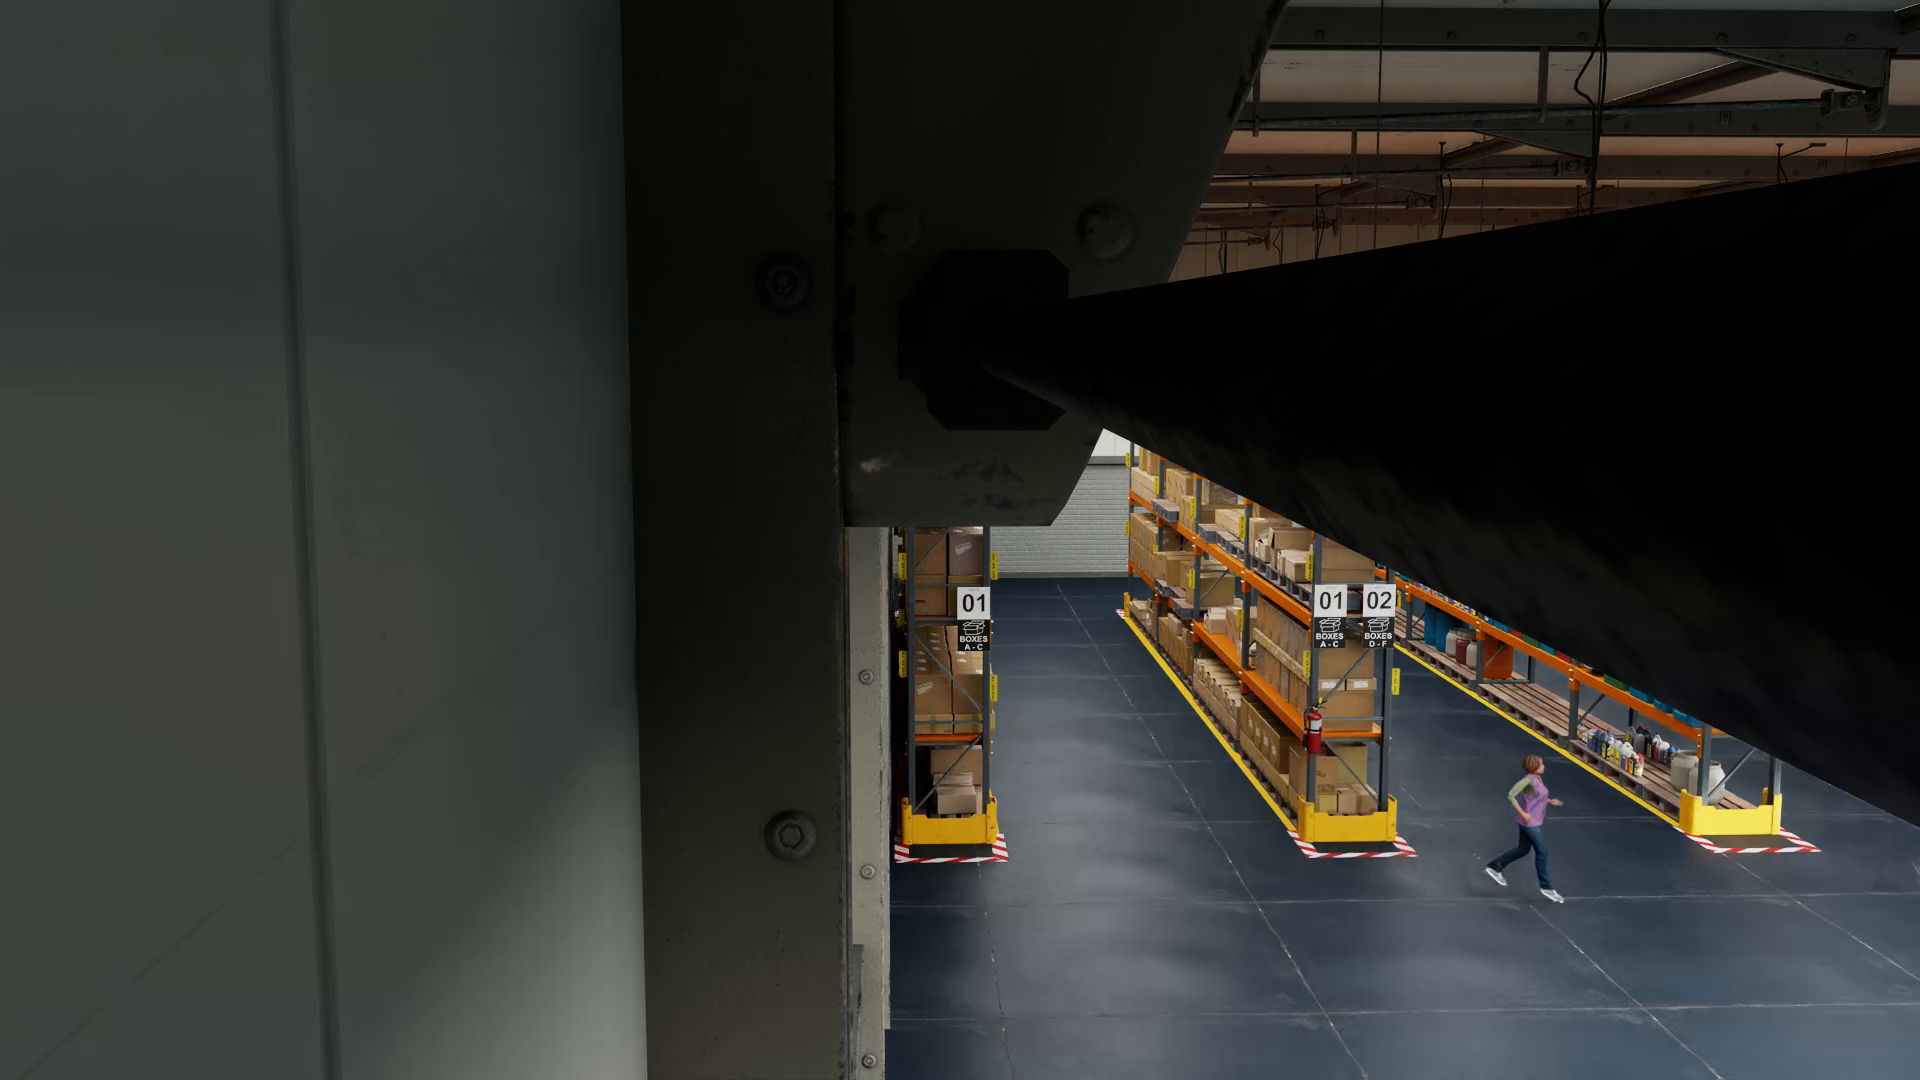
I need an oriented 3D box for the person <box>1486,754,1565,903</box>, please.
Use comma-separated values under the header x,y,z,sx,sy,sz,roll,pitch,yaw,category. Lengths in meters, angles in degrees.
x,y,z,sx,sy,sz,roll,pitch,yaw,category
6.309,3.170,18.486,0.856,1.618,0.537,3,8,24,person
